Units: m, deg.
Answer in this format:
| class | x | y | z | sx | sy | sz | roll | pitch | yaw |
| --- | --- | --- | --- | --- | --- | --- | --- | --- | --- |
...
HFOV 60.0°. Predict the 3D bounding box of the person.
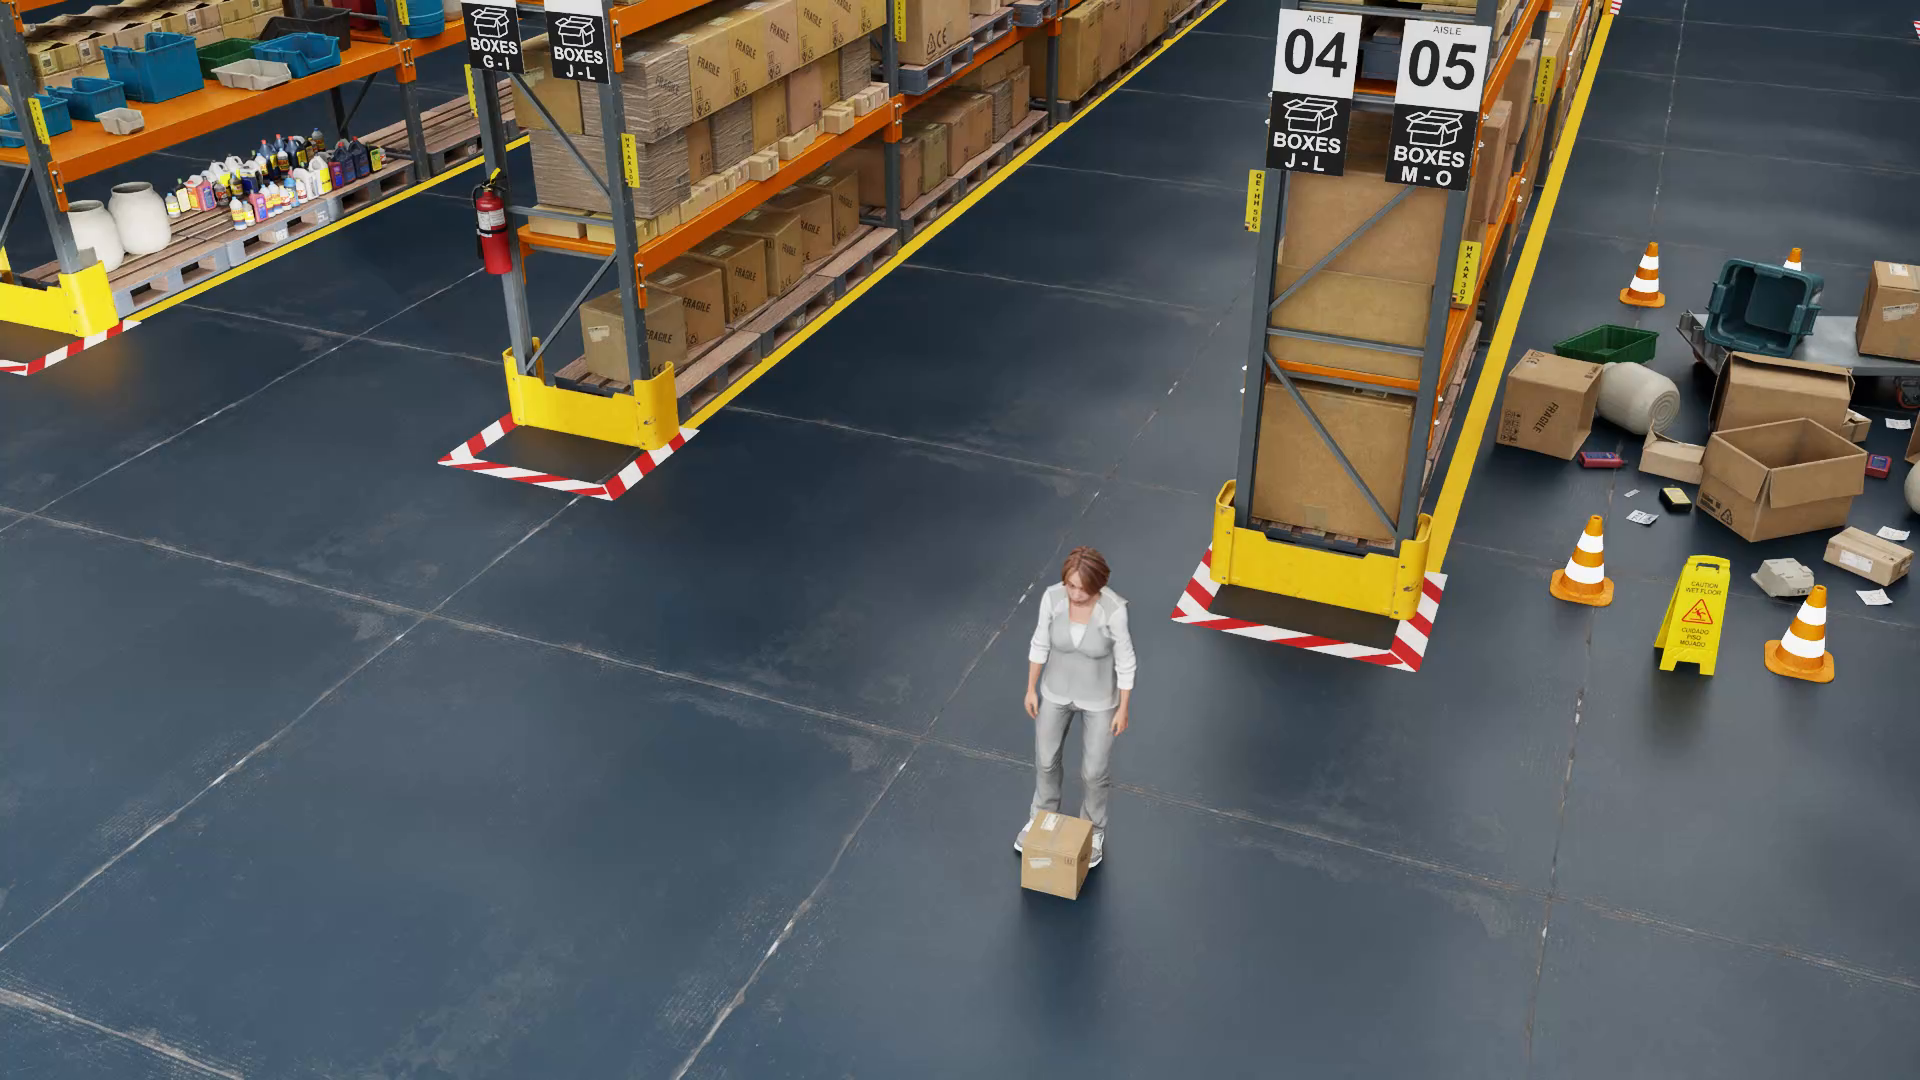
| class | x | y | z | sx | sy | sz | roll | pitch | yaw |
| --- | --- | --- | --- | --- | --- | --- | --- | --- | --- |
| person | 0.511 | 0.697 | 7.192 | 0.476 | 1.593 | 0.348 | 11 | 32 | 18 |
